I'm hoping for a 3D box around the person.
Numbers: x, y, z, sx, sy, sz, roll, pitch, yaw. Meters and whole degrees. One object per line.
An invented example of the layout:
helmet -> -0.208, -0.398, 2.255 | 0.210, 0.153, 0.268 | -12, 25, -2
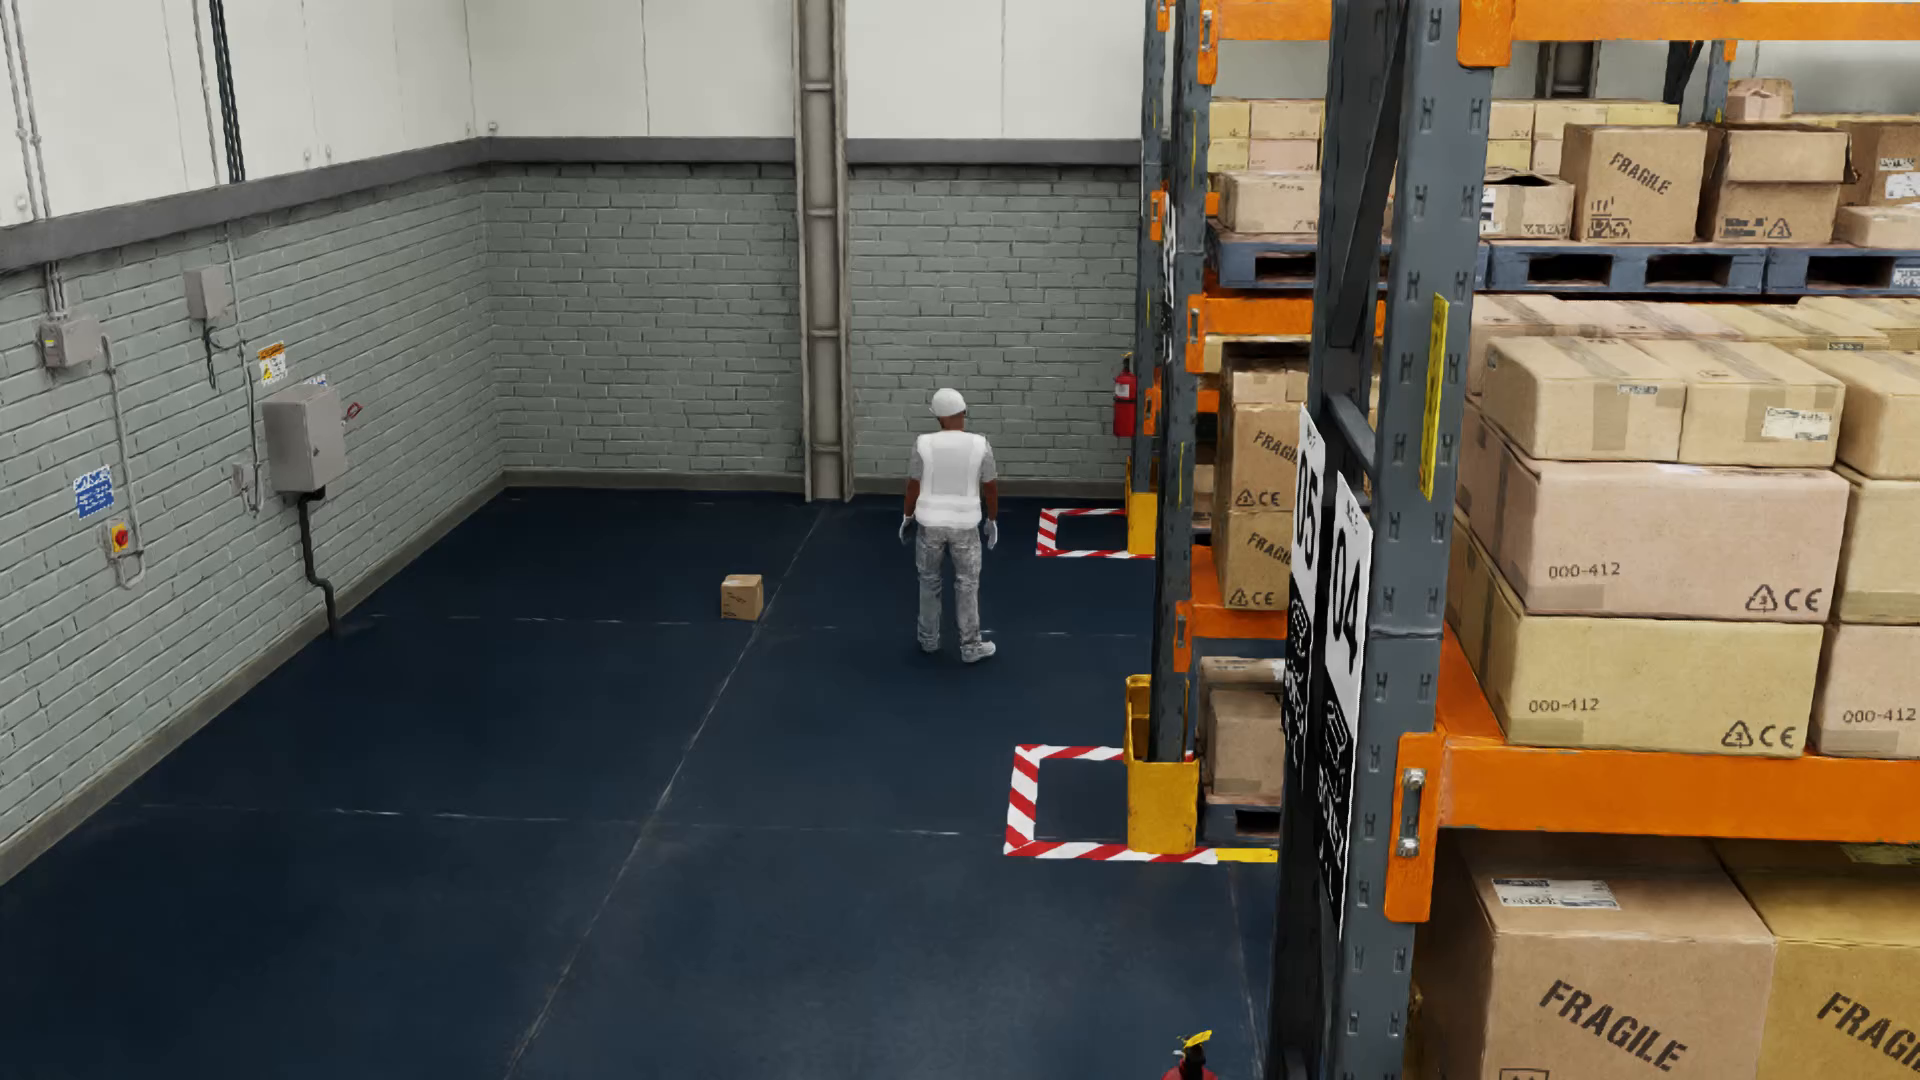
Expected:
person -> -0.072, -0.119, 10.805 | 0.640, 1.784, 0.511 | 1, 17, 2
